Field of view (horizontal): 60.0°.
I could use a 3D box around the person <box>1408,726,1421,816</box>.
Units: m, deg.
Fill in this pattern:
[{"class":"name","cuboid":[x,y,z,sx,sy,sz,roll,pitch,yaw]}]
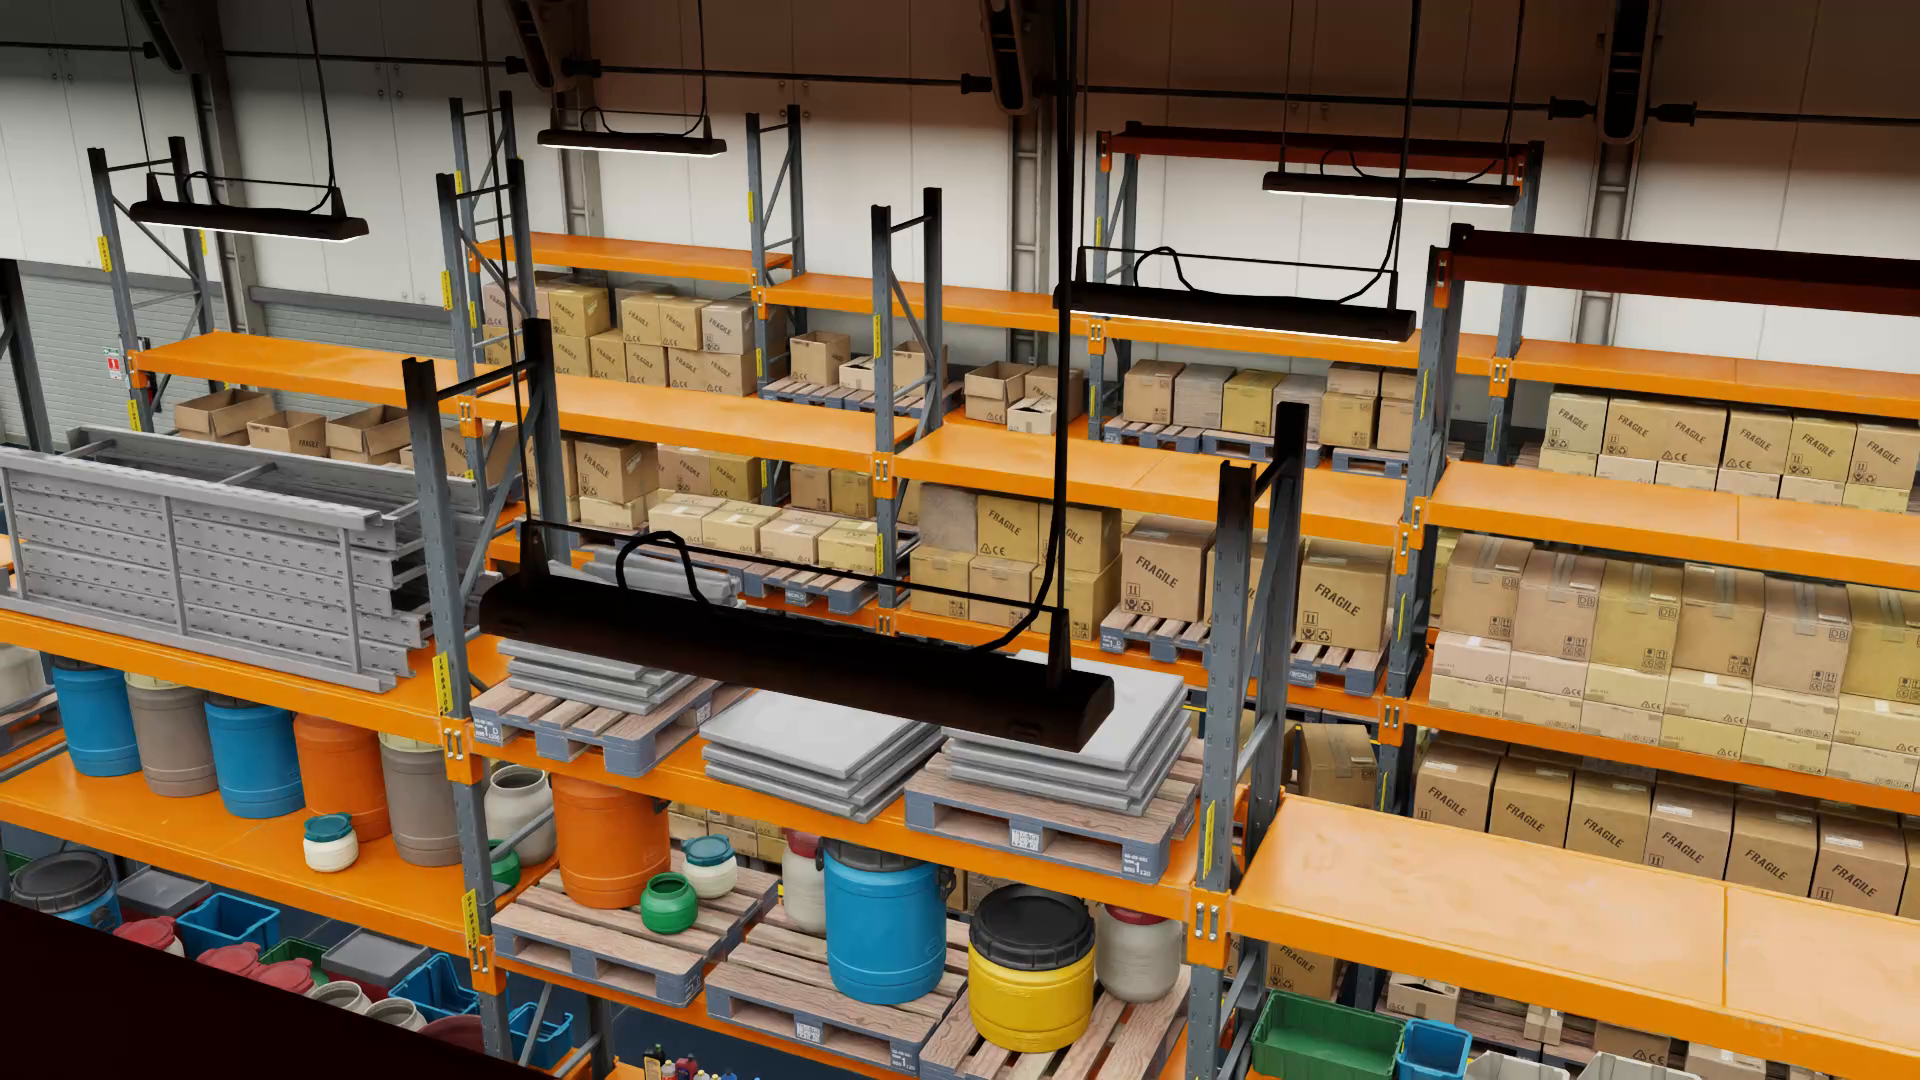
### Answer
[{"class":"person","cuboid":[3.987,2.022,14.987,1.068,1.611,0.472,5,21,14]}]
